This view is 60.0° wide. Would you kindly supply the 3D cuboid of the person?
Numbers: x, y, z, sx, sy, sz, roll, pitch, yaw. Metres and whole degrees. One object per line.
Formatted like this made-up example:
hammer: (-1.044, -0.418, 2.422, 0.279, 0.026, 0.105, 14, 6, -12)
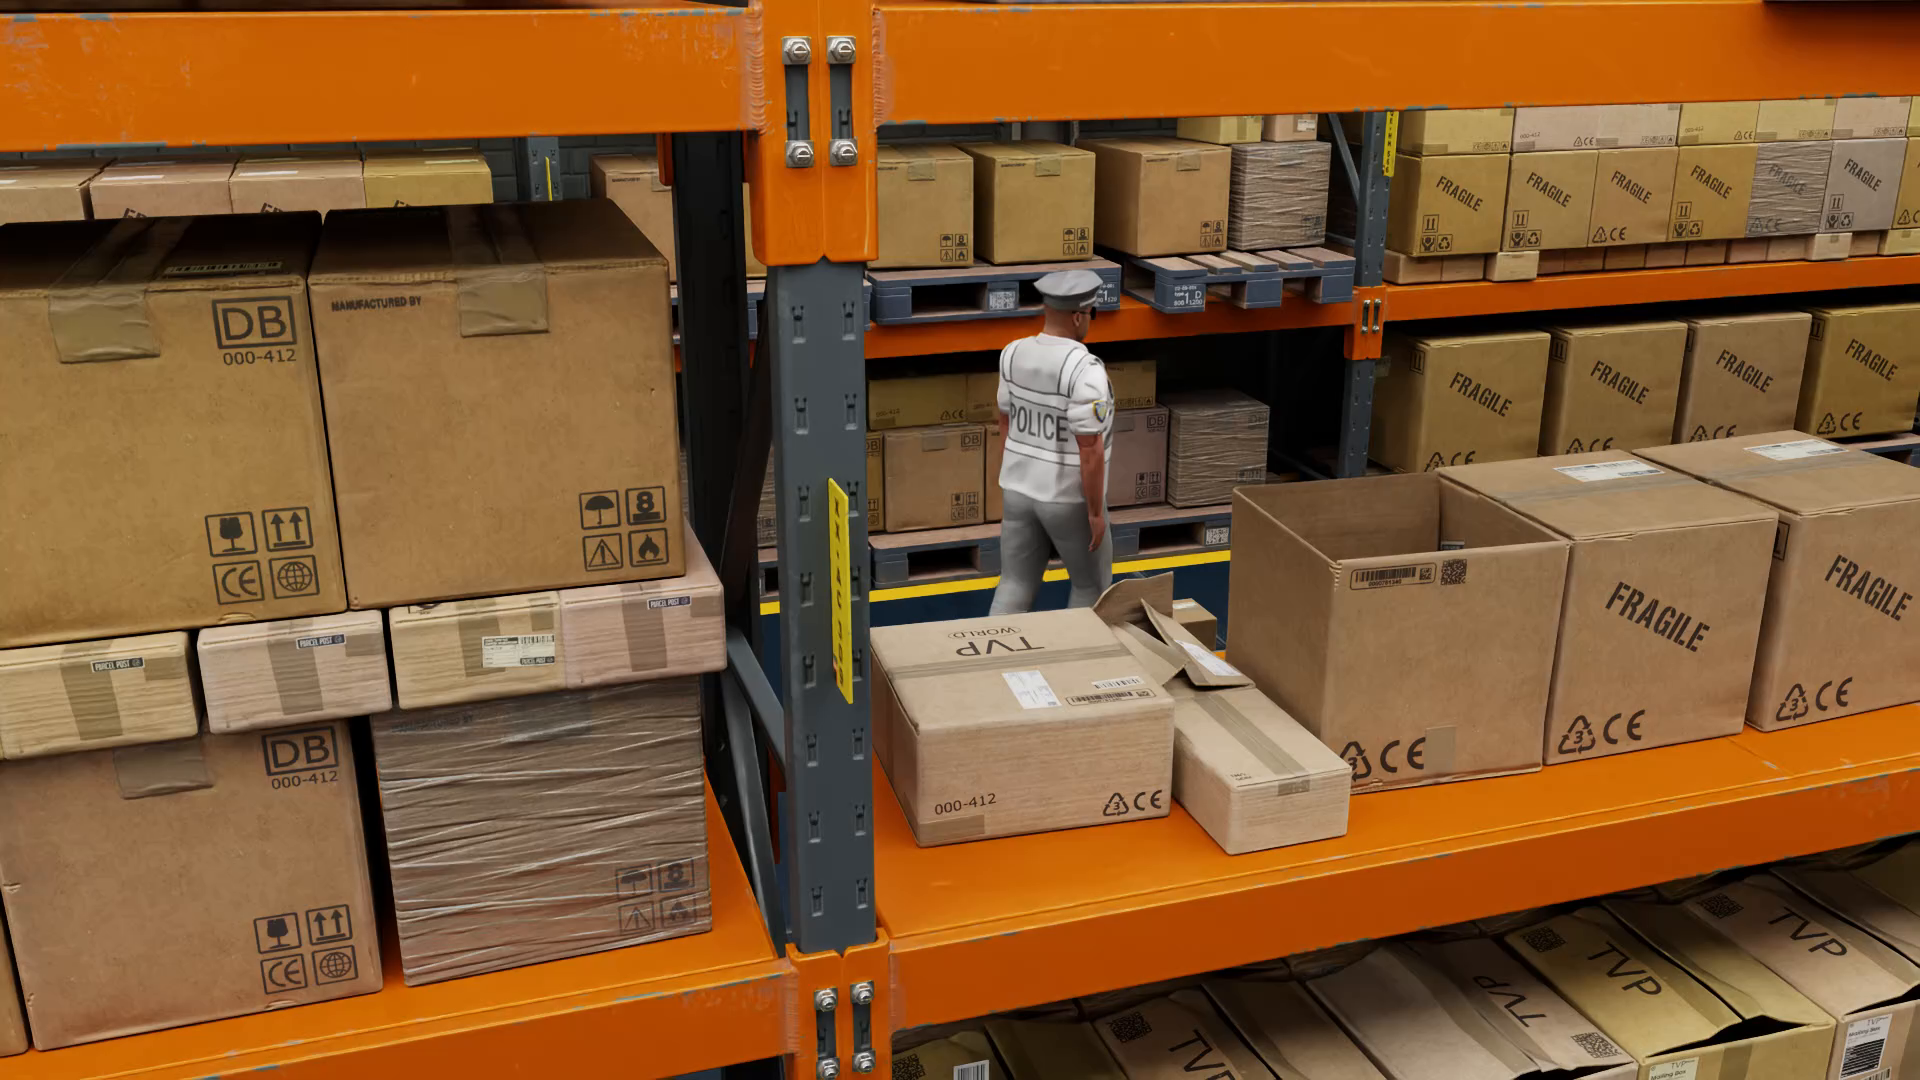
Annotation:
person: (0.409, -0.199, 6.598, 0.532, 1.741, 0.674, 15, 24, 37)
